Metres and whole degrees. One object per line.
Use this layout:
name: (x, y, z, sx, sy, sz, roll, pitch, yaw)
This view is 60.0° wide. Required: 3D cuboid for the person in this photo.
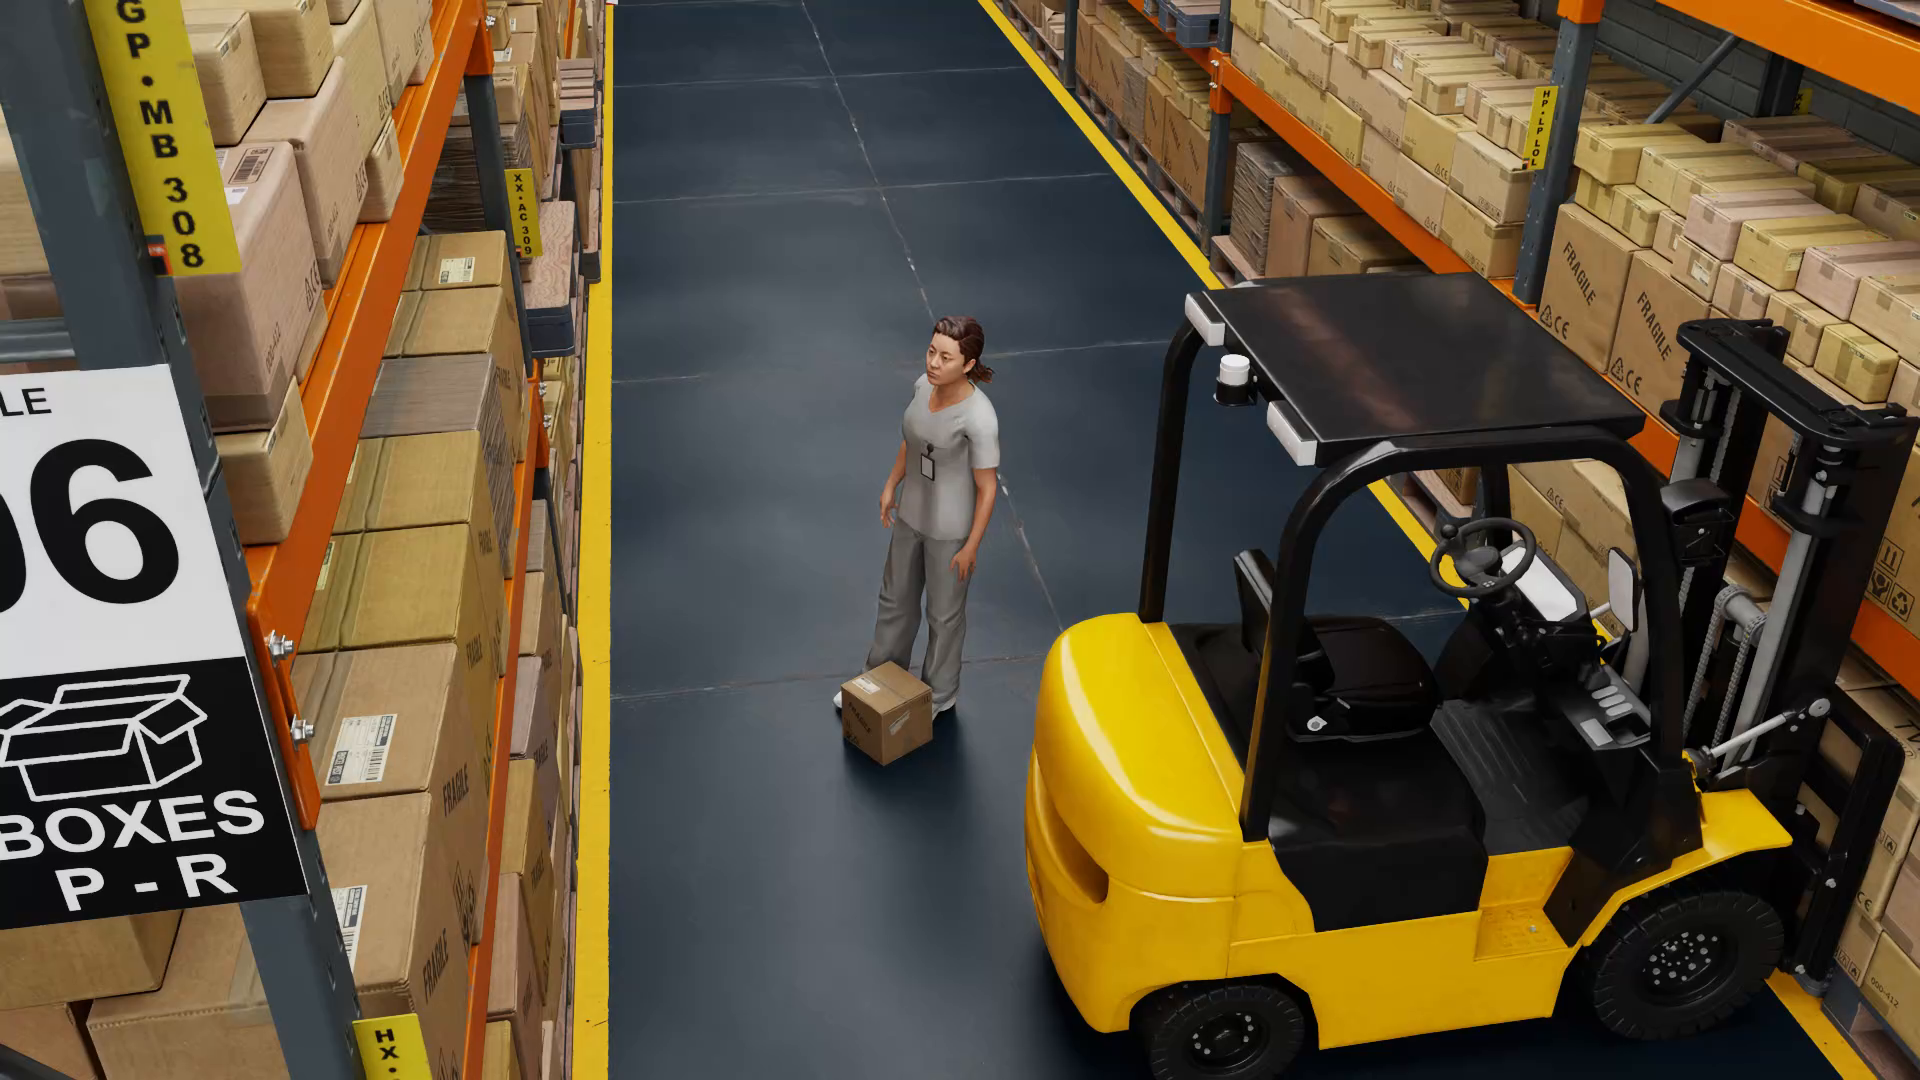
person: (-0.139, -0.039, 6.181, 0.548, 1.673, 0.549, -23, 38, -33)
